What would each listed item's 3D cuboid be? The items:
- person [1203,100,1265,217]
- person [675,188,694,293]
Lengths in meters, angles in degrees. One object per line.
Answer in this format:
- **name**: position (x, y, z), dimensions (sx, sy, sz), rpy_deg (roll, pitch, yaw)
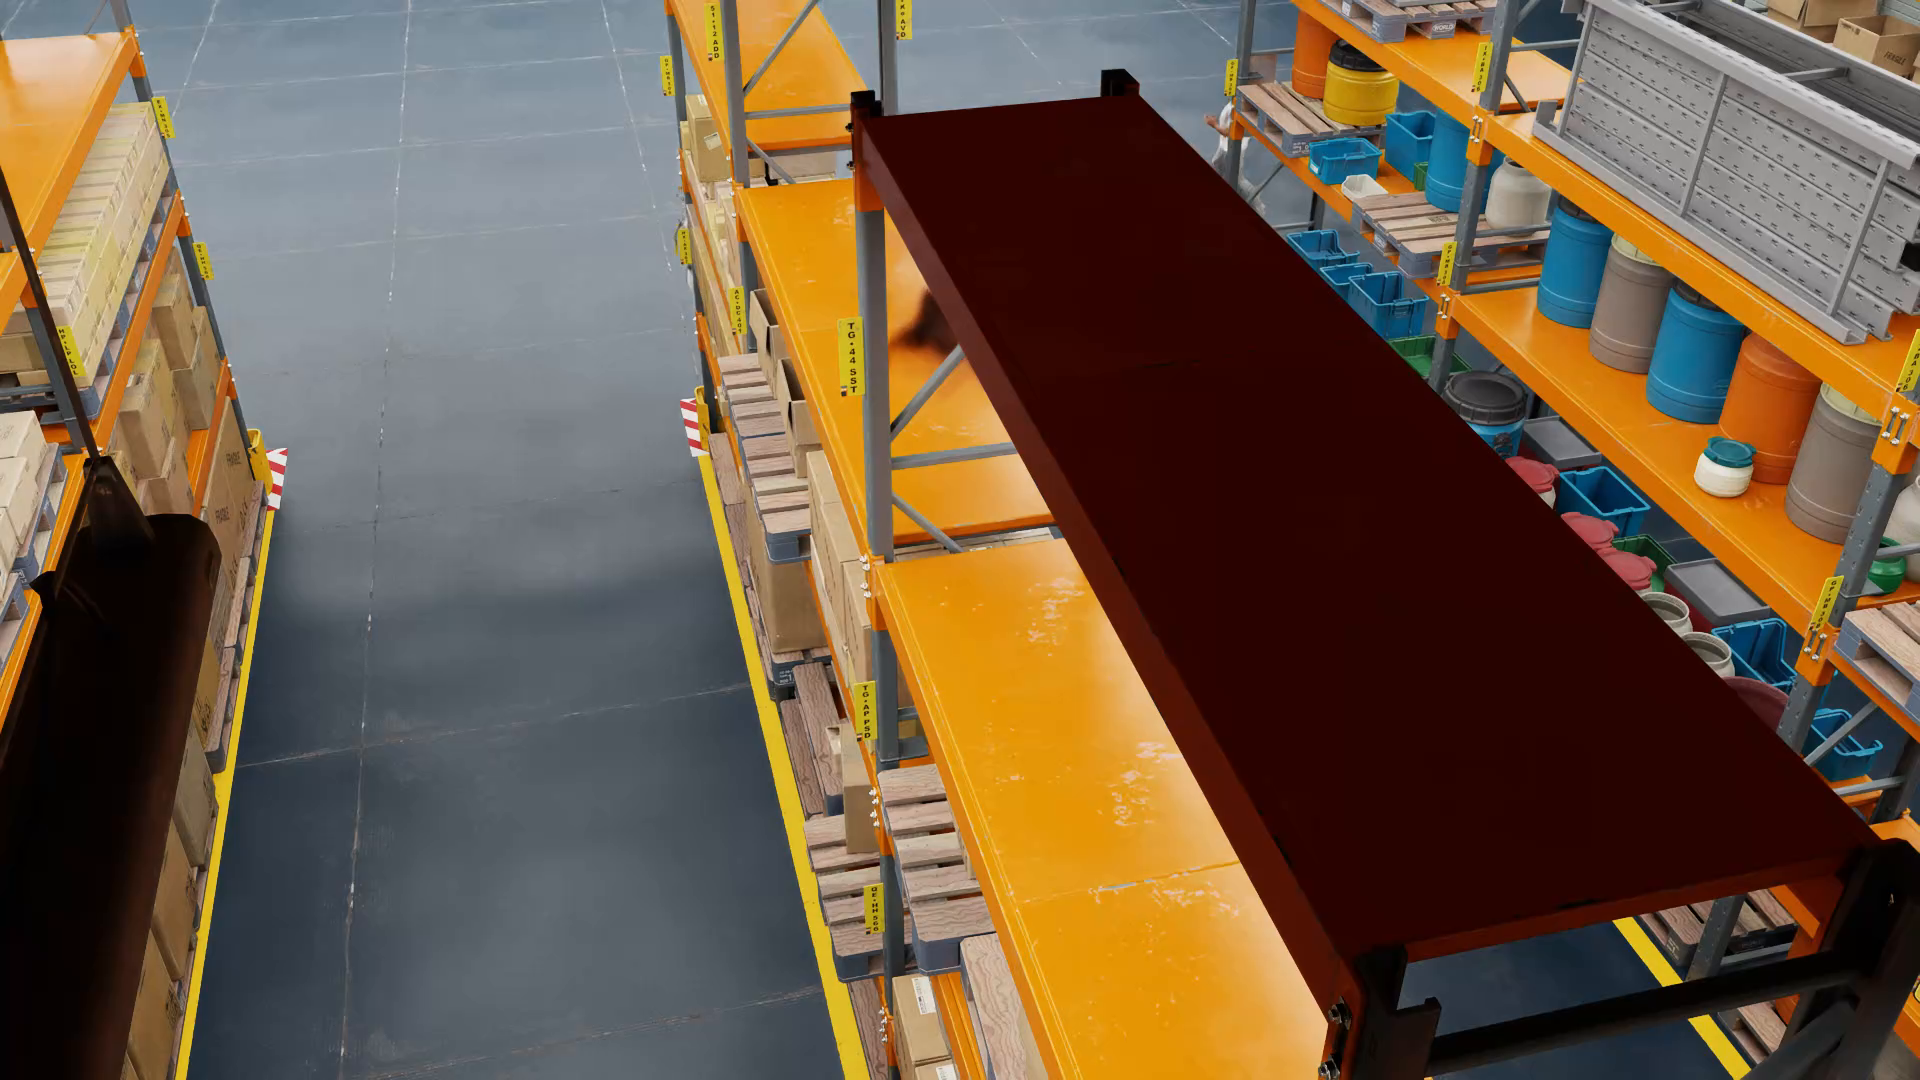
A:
- **person**: position (3.143, -4.495, 19.065), dimensions (0.876, 1.800, 0.686), rpy_deg (8, 35, 12)
- **person**: position (-2.569, -2.752, 16.679), dimensions (0.619, 1.695, 0.634), rpy_deg (14, 37, 19)
